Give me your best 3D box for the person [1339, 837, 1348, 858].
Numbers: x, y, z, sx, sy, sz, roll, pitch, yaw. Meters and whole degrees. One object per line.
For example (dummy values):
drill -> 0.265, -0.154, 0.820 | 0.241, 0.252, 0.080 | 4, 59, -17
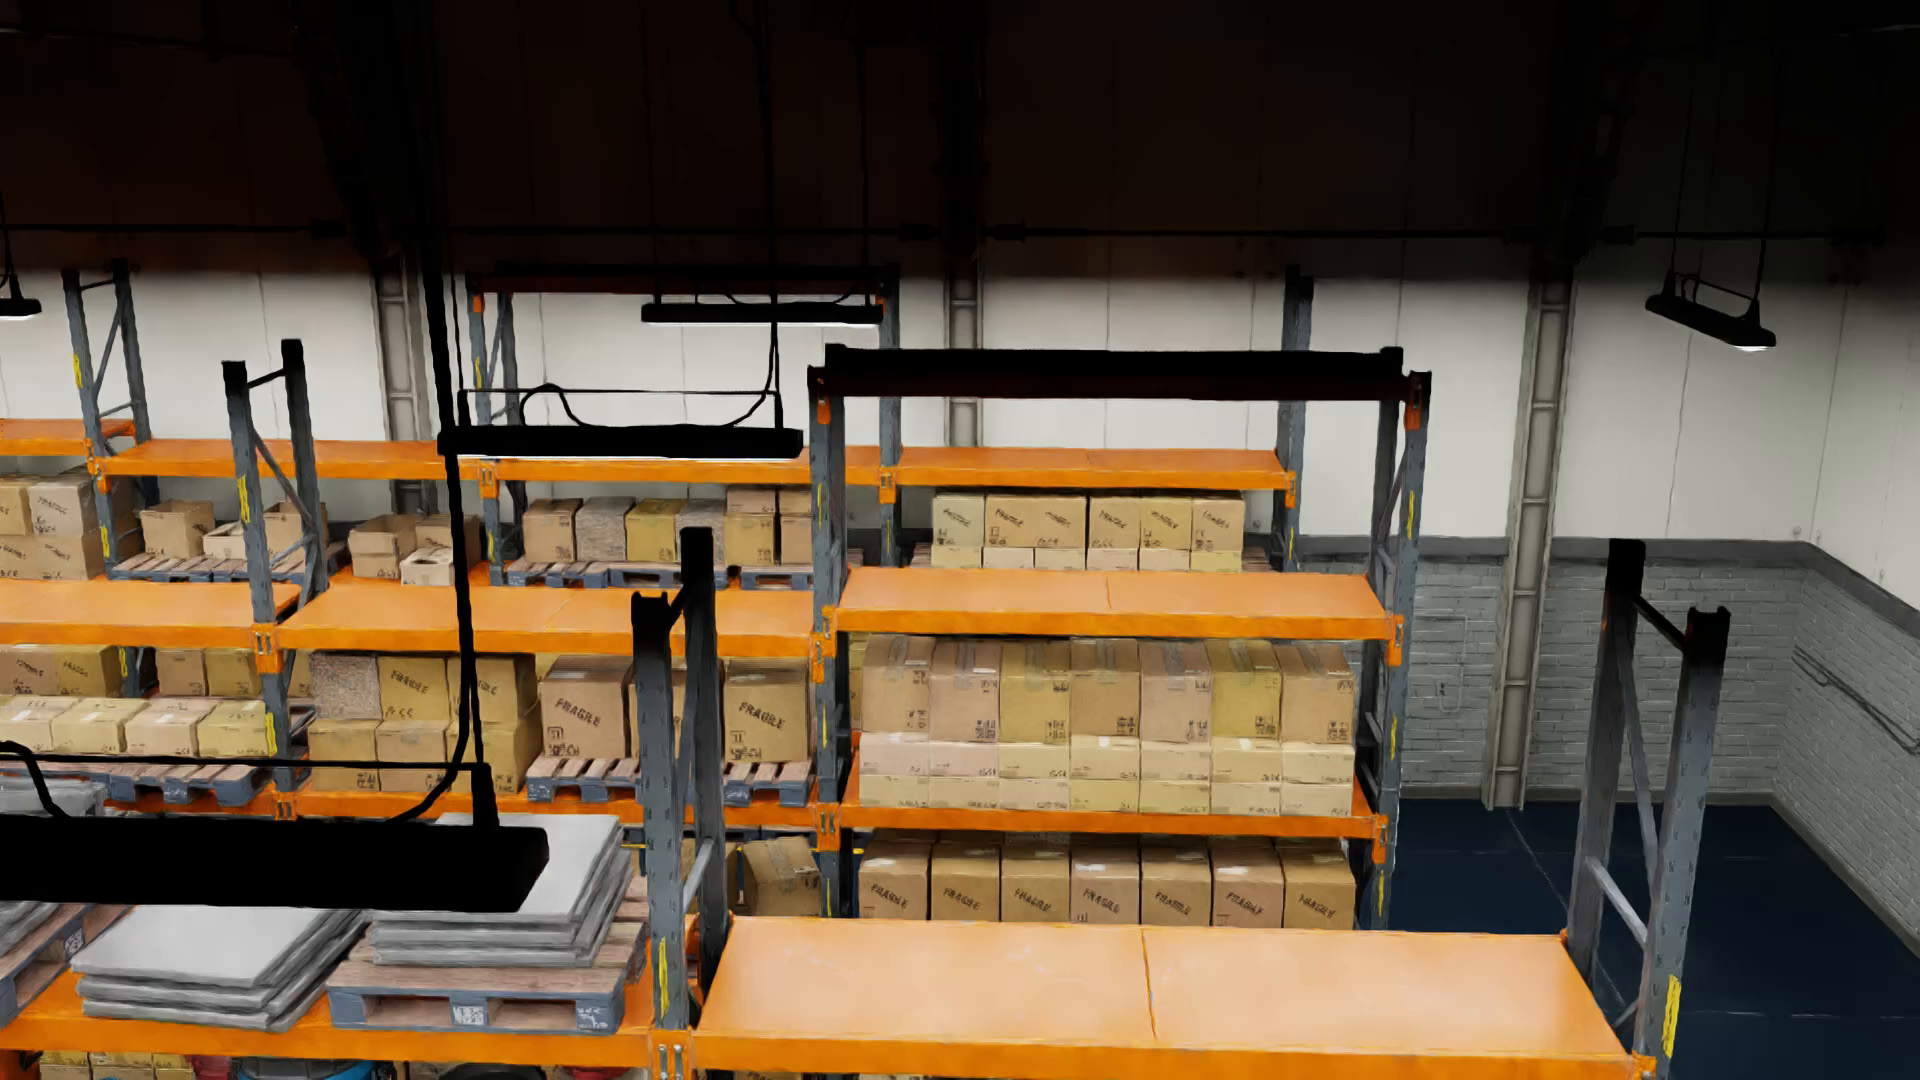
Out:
person -> 3.203, 3.186, 14.608 | 0.551, 1.671, 0.473 | 1, 16, 5

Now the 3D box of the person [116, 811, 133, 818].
person -> -7.418, 3.109, 14.867 | 0.525, 1.677, 0.453 | 10, 19, 30
